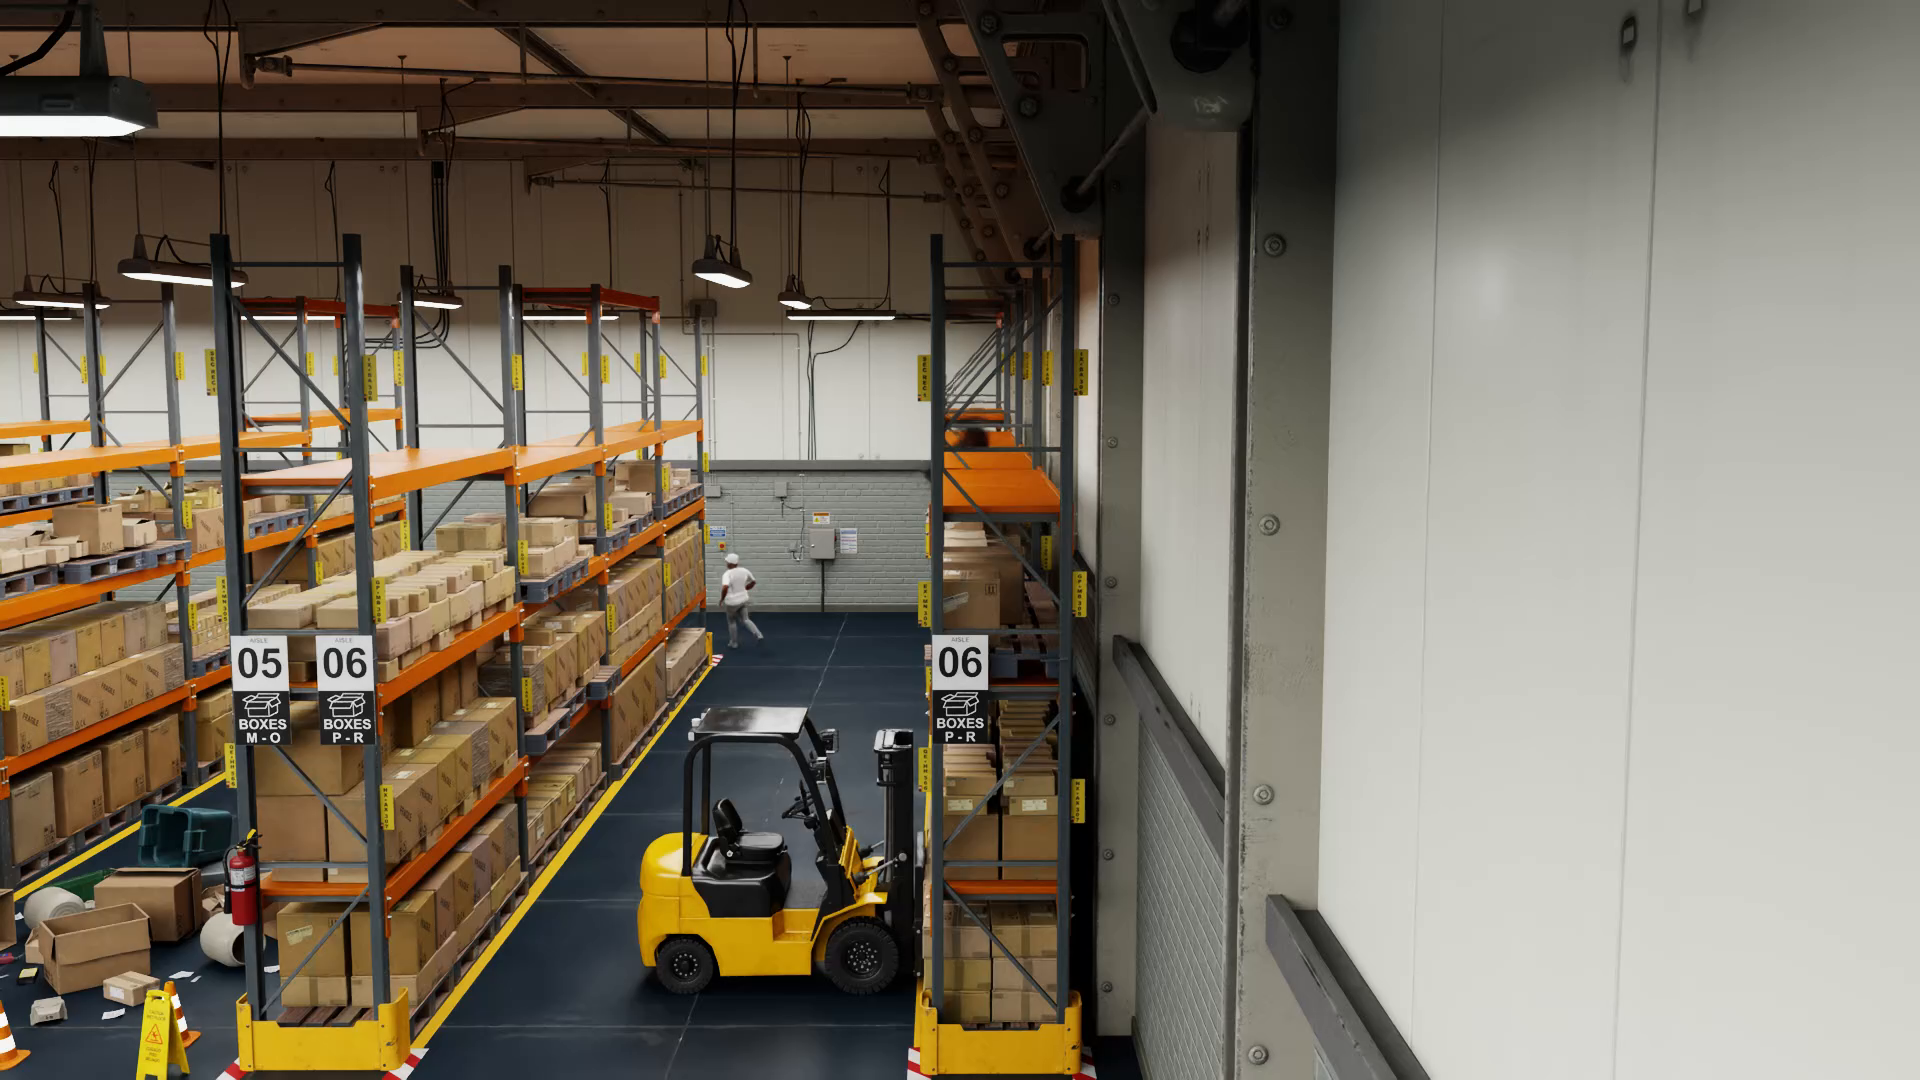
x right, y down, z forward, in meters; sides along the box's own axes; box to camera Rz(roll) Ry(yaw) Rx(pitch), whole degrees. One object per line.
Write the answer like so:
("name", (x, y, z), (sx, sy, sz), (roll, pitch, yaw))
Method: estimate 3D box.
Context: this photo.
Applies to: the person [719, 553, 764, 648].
("person", (-3.941, 1.080, 29.137), (0.765, 1.726, 0.945), (-6, 8, -41))
